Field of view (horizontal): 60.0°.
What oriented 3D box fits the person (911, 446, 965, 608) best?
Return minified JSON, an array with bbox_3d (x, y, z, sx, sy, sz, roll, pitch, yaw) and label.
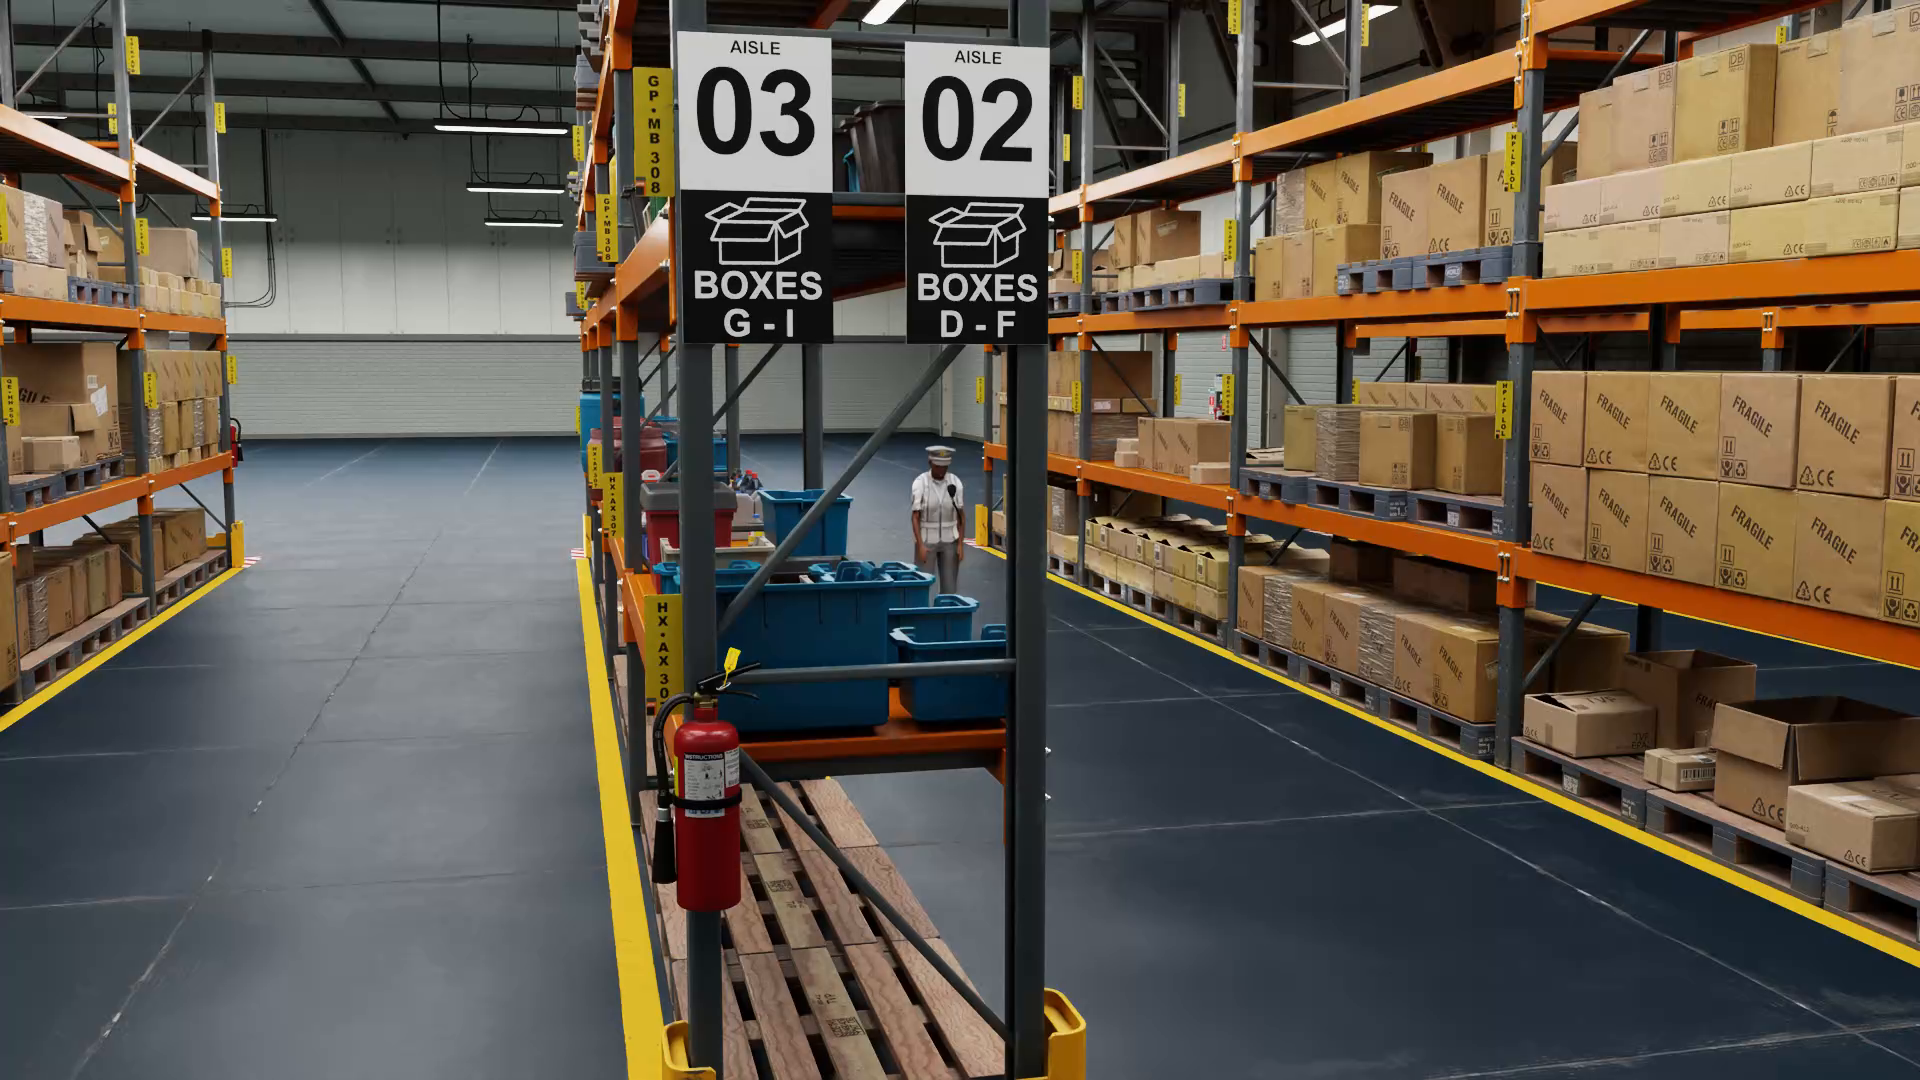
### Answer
[{"bbox_3d":[-0.205,0.074,13.565,0.508,1.683,0.433,-2,6,-14],"label":"person"}]
